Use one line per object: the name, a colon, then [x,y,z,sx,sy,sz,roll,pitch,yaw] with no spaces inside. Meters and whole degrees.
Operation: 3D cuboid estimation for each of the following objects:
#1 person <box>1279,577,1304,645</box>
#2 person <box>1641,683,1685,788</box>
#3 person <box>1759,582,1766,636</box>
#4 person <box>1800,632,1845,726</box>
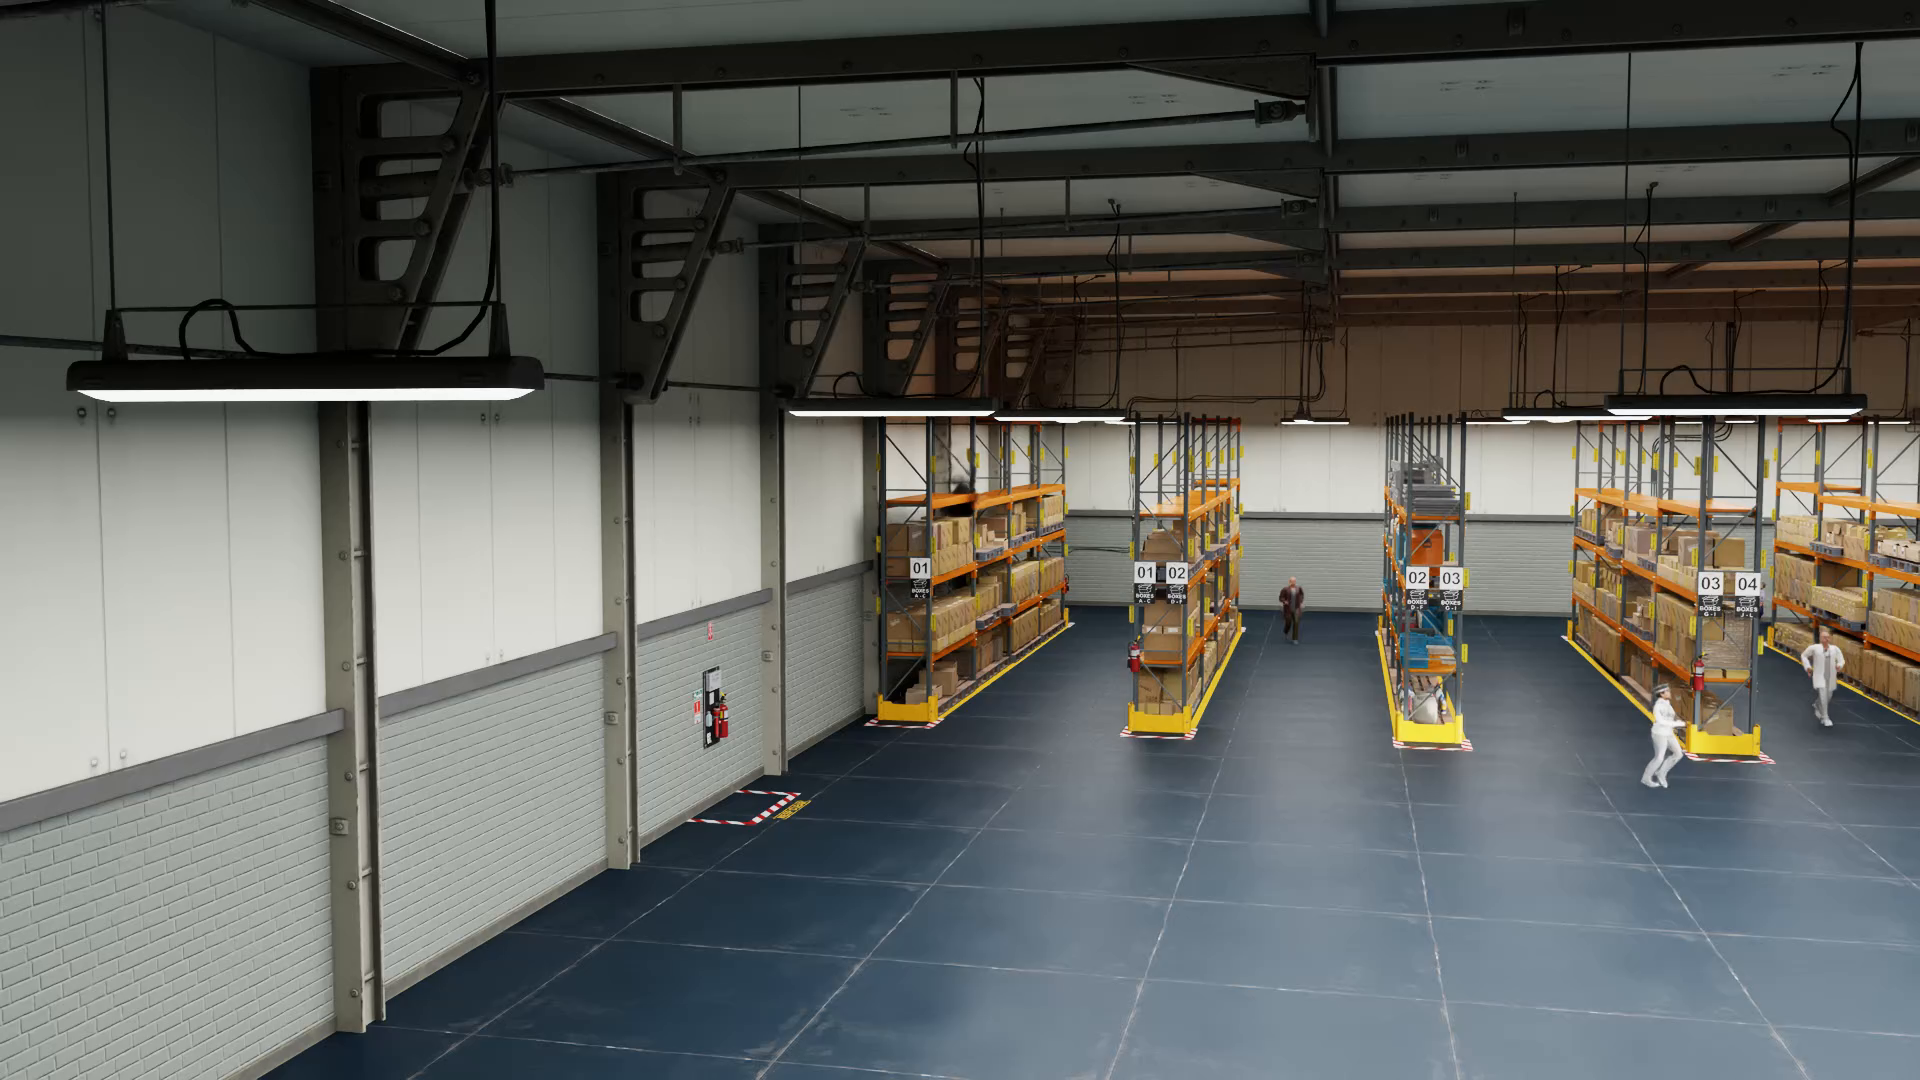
person: [8.778,1.853,44.025,0.690,1.771,1.042,0,4,2]
person: [11.144,3.096,26.311,0.649,1.694,0.648,3,5,38]
person: [21.512,1.891,45.019,0.521,1.570,0.723,2,4,25]
person: [16.665,2.647,32.095,0.728,1.762,1.033,0,4,7]
